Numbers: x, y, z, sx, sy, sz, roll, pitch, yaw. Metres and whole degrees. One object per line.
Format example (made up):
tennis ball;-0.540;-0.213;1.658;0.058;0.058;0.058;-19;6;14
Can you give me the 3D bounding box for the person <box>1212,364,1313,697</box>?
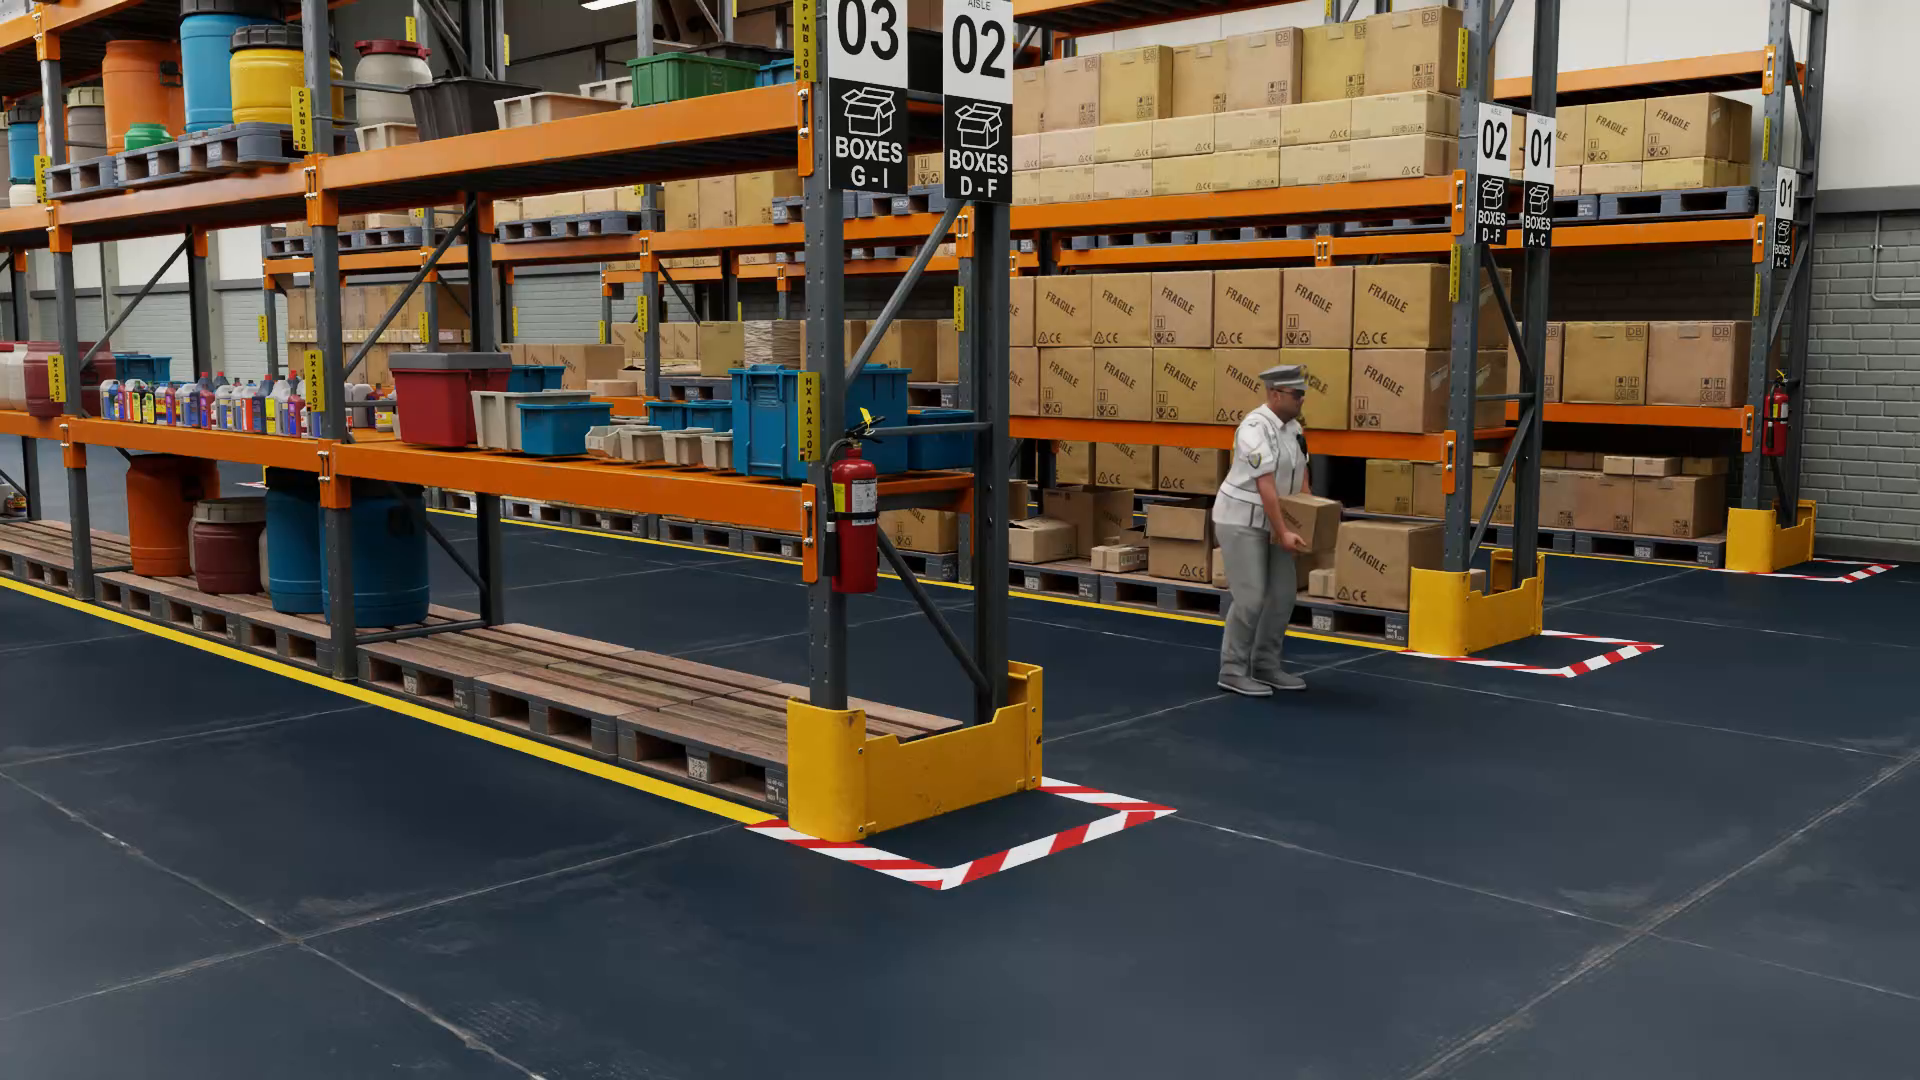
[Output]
person;1.651;-0.057;8.790;0.597;1.737;0.485;6;9;42
